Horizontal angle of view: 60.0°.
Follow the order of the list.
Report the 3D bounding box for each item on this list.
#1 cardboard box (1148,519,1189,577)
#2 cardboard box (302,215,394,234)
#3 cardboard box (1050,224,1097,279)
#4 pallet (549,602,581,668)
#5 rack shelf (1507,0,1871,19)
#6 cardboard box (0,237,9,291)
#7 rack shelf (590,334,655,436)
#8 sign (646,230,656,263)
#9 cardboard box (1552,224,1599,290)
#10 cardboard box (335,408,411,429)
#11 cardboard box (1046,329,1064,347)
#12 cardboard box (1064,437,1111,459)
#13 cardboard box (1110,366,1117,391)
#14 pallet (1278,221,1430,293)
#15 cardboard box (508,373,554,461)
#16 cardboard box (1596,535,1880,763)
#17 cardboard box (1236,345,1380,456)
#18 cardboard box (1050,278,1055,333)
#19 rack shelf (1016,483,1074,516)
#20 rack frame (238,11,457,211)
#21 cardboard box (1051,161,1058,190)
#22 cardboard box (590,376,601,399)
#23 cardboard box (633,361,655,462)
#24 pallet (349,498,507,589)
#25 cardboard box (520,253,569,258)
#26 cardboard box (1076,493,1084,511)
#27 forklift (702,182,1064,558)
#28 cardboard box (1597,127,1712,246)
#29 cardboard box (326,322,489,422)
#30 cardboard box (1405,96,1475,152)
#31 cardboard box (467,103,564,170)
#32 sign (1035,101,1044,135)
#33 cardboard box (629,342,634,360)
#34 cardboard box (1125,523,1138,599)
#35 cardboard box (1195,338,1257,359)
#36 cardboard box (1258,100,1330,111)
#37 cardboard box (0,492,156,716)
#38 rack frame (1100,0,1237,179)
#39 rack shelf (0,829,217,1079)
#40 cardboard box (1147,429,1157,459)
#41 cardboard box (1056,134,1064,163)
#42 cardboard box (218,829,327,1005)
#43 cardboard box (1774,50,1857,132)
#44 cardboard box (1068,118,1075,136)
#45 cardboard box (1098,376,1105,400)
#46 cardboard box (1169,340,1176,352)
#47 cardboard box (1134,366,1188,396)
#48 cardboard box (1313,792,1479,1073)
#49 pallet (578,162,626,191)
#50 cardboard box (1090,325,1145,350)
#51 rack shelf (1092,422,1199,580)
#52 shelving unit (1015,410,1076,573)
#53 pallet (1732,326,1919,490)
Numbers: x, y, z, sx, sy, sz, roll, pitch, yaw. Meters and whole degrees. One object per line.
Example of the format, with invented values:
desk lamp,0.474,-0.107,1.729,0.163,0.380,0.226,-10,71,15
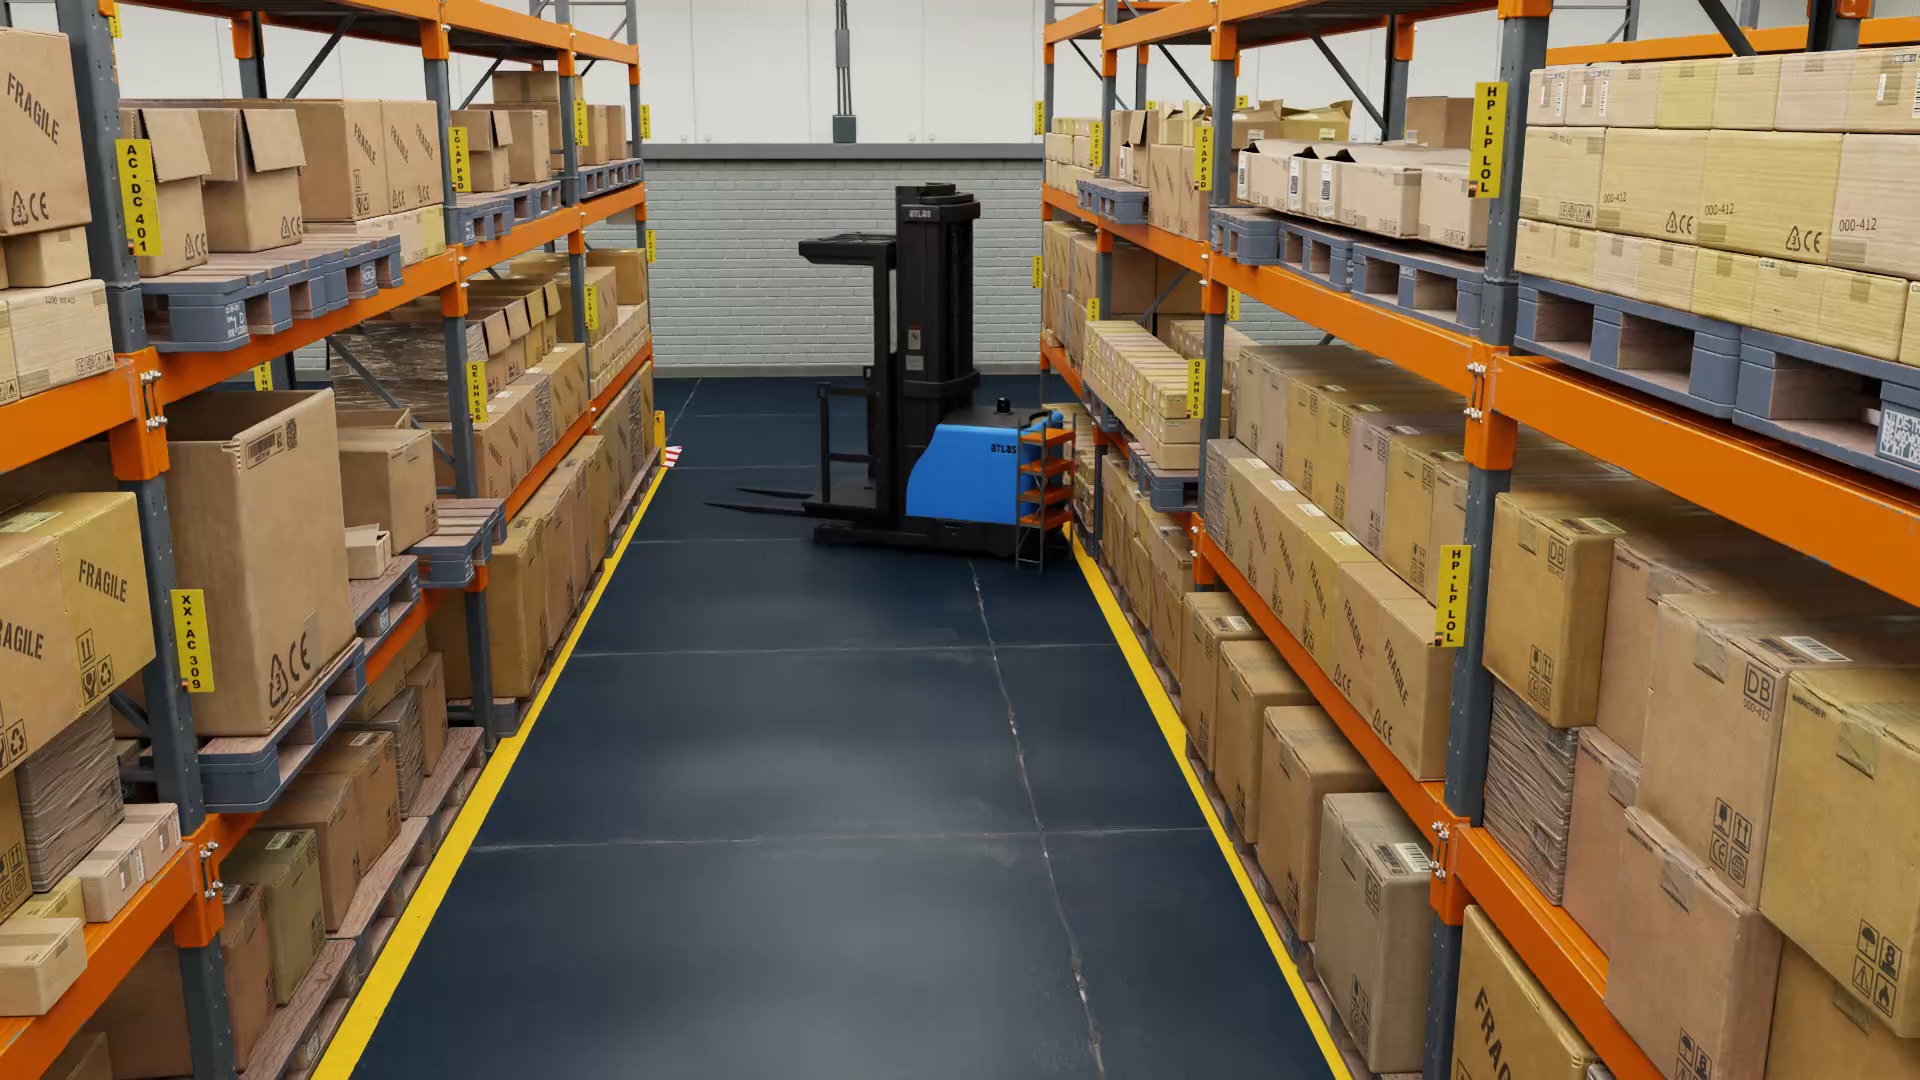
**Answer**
cardboard box,1.479,0.045,10.502,0.500,0.250,0.500,-1,14,-3
cardboard box,-2.785,-1.274,7.240,0.500,0.250,0.500,0,14,-2
cardboard box,1.130,-2.733,15.825,0.500,0.500,0.500,0,14,-2
pallet,-3.178,0.594,11.294,1.003,0.211,1.213,-1,14,-3
rack shelf,2.197,-1.179,2.796,1.077,0.370,4.000,-1,14,-3
cardboard box,-2.650,-0.691,4.172,0.380,0.149,0.250,-1,14,-3
rack shelf,-3.504,-1.400,14.893,1.077,0.370,4.000,-1,14,-3
sign,-3.085,-2.927,16.582,0.100,0.325,0.005,-1,14,-3
cardboard box,1.774,-0.736,4.308,0.380,0.149,0.250,-1,14,-3
cardboard box,-3.058,-0.375,8.420,0.500,0.500,0.500,-3,15,-10
cardboard box,1.043,-1.960,16.128,0.380,0.149,0.250,-1,14,-5
cardboard box,1.141,-0.821,14.884,0.380,0.149,0.250,-1,14,-5
cardboard box,1.229,-1.097,11.336,0.380,0.149,0.250,-1,14,-4
pallet,1.990,-1.232,7.154,1.003,0.211,1.213,0,14,-1
cardboard box,-2.989,-0.810,10.954,0.500,0.500,0.500,-1,14,-3
cardboard box,2.211,0.318,4.301,0.875,0.550,0.550,-1,14,-3
cardboard box,1.843,-0.729,8.632,0.700,0.500,0.500,-1,14,-4
cardboard box,1.140,-2.241,15.921,0.500,0.500,0.500,-1,14,-3
rack shelf,0.676,-0.323,13.141,0.258,0.148,0.480,9,17,31
rack frame,-3.132,-3.162,8.256,1.000,3.000,0.127,-1,14,-3
cardboard box,1.130,-3.431,15.623,0.500,0.250,0.500,0,14,-2
cardboard box,-3.066,-1.208,13.207,0.380,0.149,0.250,-1,14,-3
cardboard box,-3.508,-1.263,16.335,0.875,0.875,0.875,-1,14,-3
pallet,-2.981,0.012,8.345,1.213,0.211,1.003,-1,14,-3
cardboard box,-3.836,-2.433,15.661,0.500,0.500,0.500,-1,14,-5
cardboard box,1.199,-0.348,14.239,0.380,0.149,0.250,-1,14,-5
forklift,-0.695,-1.477,13.885,3.031,2.935,1.130,5,15,19
cardboard box,1.856,-0.838,3.903,0.500,0.250,0.500,-1,14,-4
cardboard box,-3.161,-0.973,9.574,0.797,0.503,0.637,0,14,-2
cardboard box,2.212,-1.633,7.089,0.500,0.500,0.500,-1,14,-3
cardboard box,-3.488,-3.198,13.172,0.700,0.500,0.500,-2,15,-7
sign,0.788,-4.165,16.421,0.100,0.325,0.005,-1,14,-3
cardboard box,-3.195,-1.723,15.206,0.380,0.149,0.250,-1,14,-3
cardboard box,1.439,0.154,11.582,0.500,0.500,0.500,-1,14,-2
cardboard box,1.857,-1.318,11.598,0.380,0.149,0.250,-1,14,-5
cardboard box,1.988,-2.476,9.872,0.396,0.266,0.258,-1,14,-3
cardboard box,-2.581,0.169,4.545,0.500,0.500,0.500,-1,14,-3
rack frame,1.577,-4.208,12.323,1.000,3.000,0.127,-1,14,-3
rack shelf,-2.760,1.584,3.294,1.077,0.370,4.000,-1,14,-3
cardboard box,1.322,-0.567,9.872,0.380,0.149,0.250,-1,14,-4
cardboard box,1.150,-3.551,15.086,0.500,0.250,0.500,-1,14,-3
cardboard box,-2.911,1.464,6.451,0.700,0.500,0.500,-1,14,-4
cardboard box,1.836,-0.870,3.228,0.380,0.149,0.250,-1,14,-4
cardboard box,1.143,-3.576,14.381,0.380,0.149,0.250,-1,14,-4
cardboard box,1.192,-1.086,11.889,0.380,0.149,0.250,-1,14,-3
cardboard box,1.799,-1.433,12.639,0.380,0.149,0.250,0,14,-2
cardboard box,1.287,-0.987,10.309,0.380,0.149,0.250,0,14,-2
cardboard box,1.945,1.420,6.160,1.050,0.750,0.750,-1,14,-4
pallet,-3.492,-3.167,14.475,1.003,0.211,1.213,-1,14,-3
cardboard box,1.166,-1.498,12.297,0.380,0.149,0.250,0,14,-2
rack shelf,1.701,-0.457,11.227,1.077,0.370,4.000,-1,14,-3
shelving unit,0.676,-0.389,13.124,0.258,1.200,0.503,9,17,31
pallet,2.186,-0.217,3.007,1.003,0.211,1.213,-1,14,-3
